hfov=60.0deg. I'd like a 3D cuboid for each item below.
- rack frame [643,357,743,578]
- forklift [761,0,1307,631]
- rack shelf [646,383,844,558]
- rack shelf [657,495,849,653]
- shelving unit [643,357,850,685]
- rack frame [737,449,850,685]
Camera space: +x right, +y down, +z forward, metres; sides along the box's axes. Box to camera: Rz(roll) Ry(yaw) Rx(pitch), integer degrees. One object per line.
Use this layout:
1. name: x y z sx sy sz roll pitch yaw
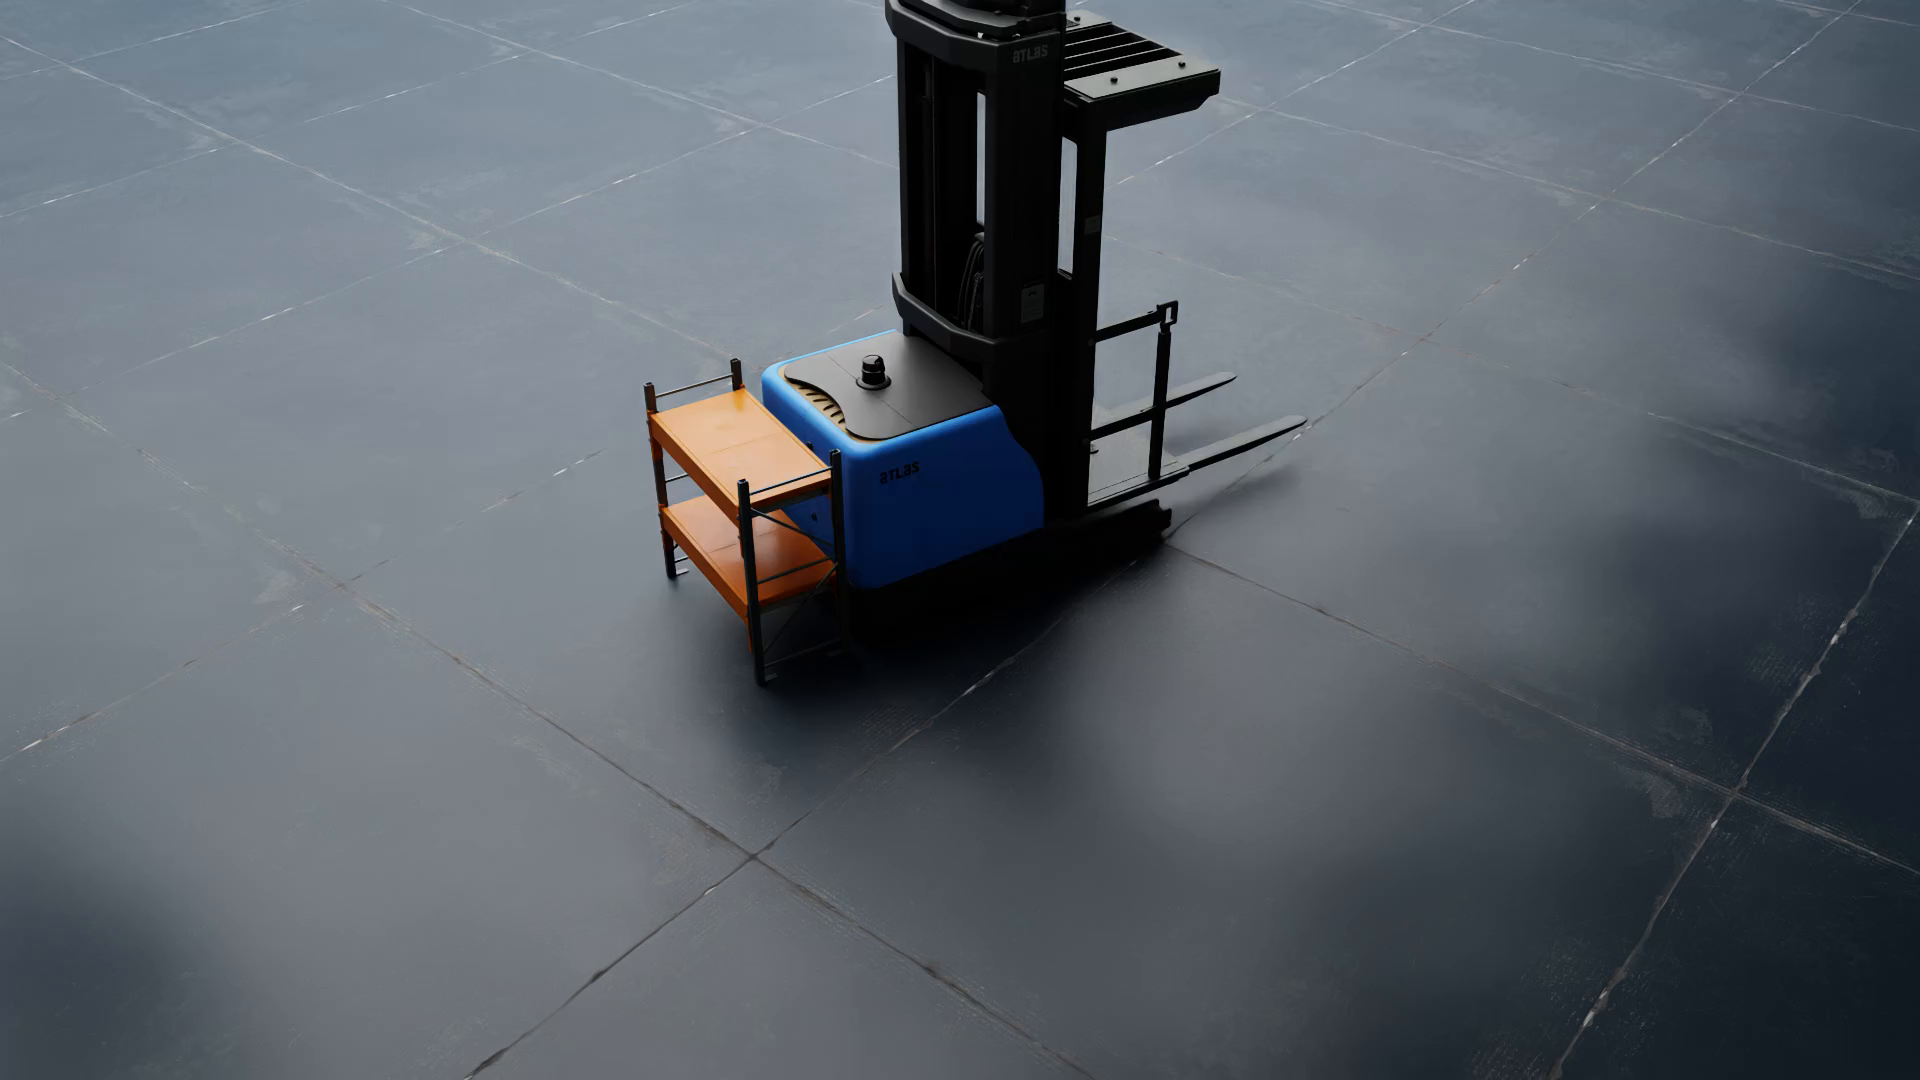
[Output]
1. rack frame: -1.292 -0.350 8.347 0.500 1.125 0.032 -20 39 -26
2. forklift: 0.522 -1.400 8.281 3.031 2.935 1.130 -20 39 -27
3. rack shelf: -1.021 -0.347 7.827 0.538 0.278 1.000 -20 39 -26
4. rack shelf: -1.021 0.096 8.131 0.538 0.278 1.000 -20 39 -26
5. shelving unit: -1.021 -0.106 7.993 0.538 1.125 1.048 -20 39 -26
6. rack frame: -0.751 0.138 7.638 0.500 1.125 0.032 -20 39 -26
